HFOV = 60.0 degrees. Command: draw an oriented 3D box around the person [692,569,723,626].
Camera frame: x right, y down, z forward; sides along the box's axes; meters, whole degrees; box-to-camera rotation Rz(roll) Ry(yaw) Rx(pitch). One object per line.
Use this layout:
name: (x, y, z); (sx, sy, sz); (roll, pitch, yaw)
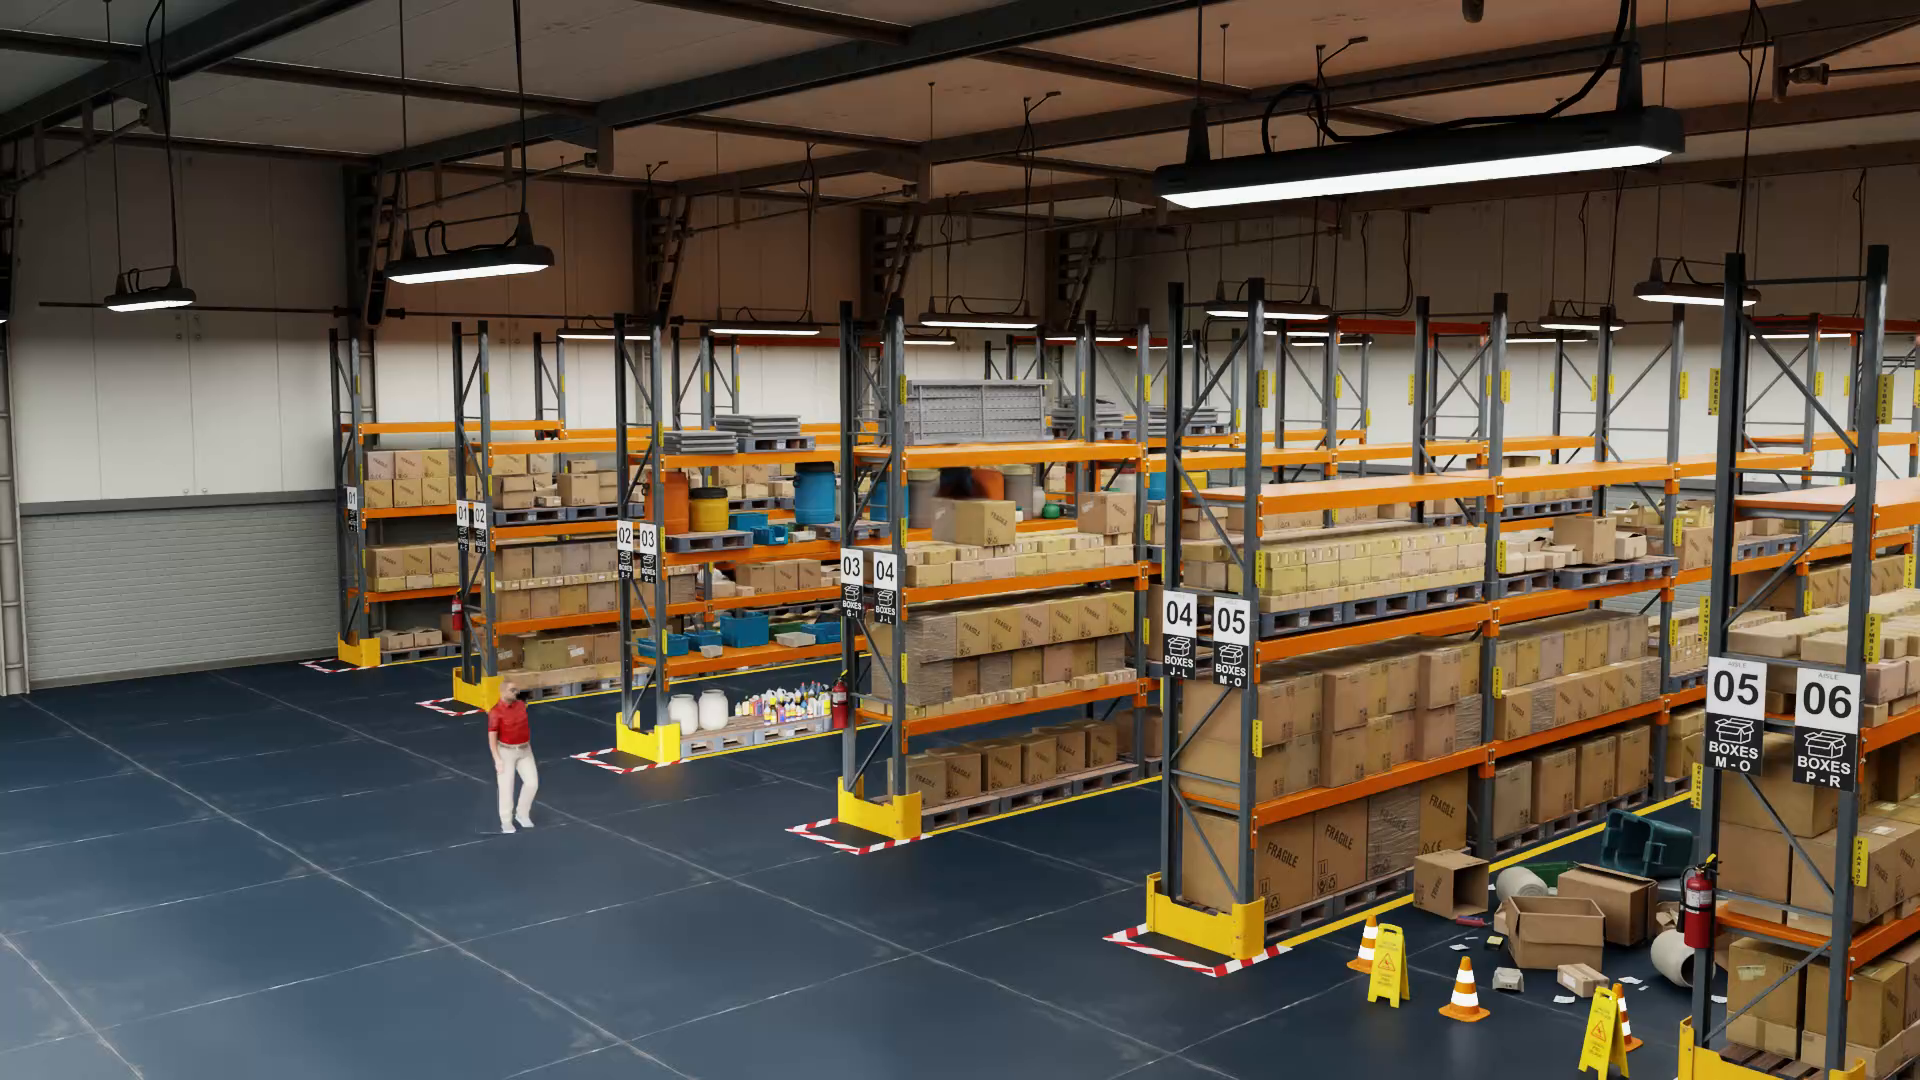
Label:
person: (-4.785, 1.208, 31.707); (0.931, 1.814, 0.785); (-5, 8, -43)

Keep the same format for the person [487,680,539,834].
person: (-5.094, 2.475, 18.938); (0.592, 1.784, 0.422); (-5, 8, -42)
